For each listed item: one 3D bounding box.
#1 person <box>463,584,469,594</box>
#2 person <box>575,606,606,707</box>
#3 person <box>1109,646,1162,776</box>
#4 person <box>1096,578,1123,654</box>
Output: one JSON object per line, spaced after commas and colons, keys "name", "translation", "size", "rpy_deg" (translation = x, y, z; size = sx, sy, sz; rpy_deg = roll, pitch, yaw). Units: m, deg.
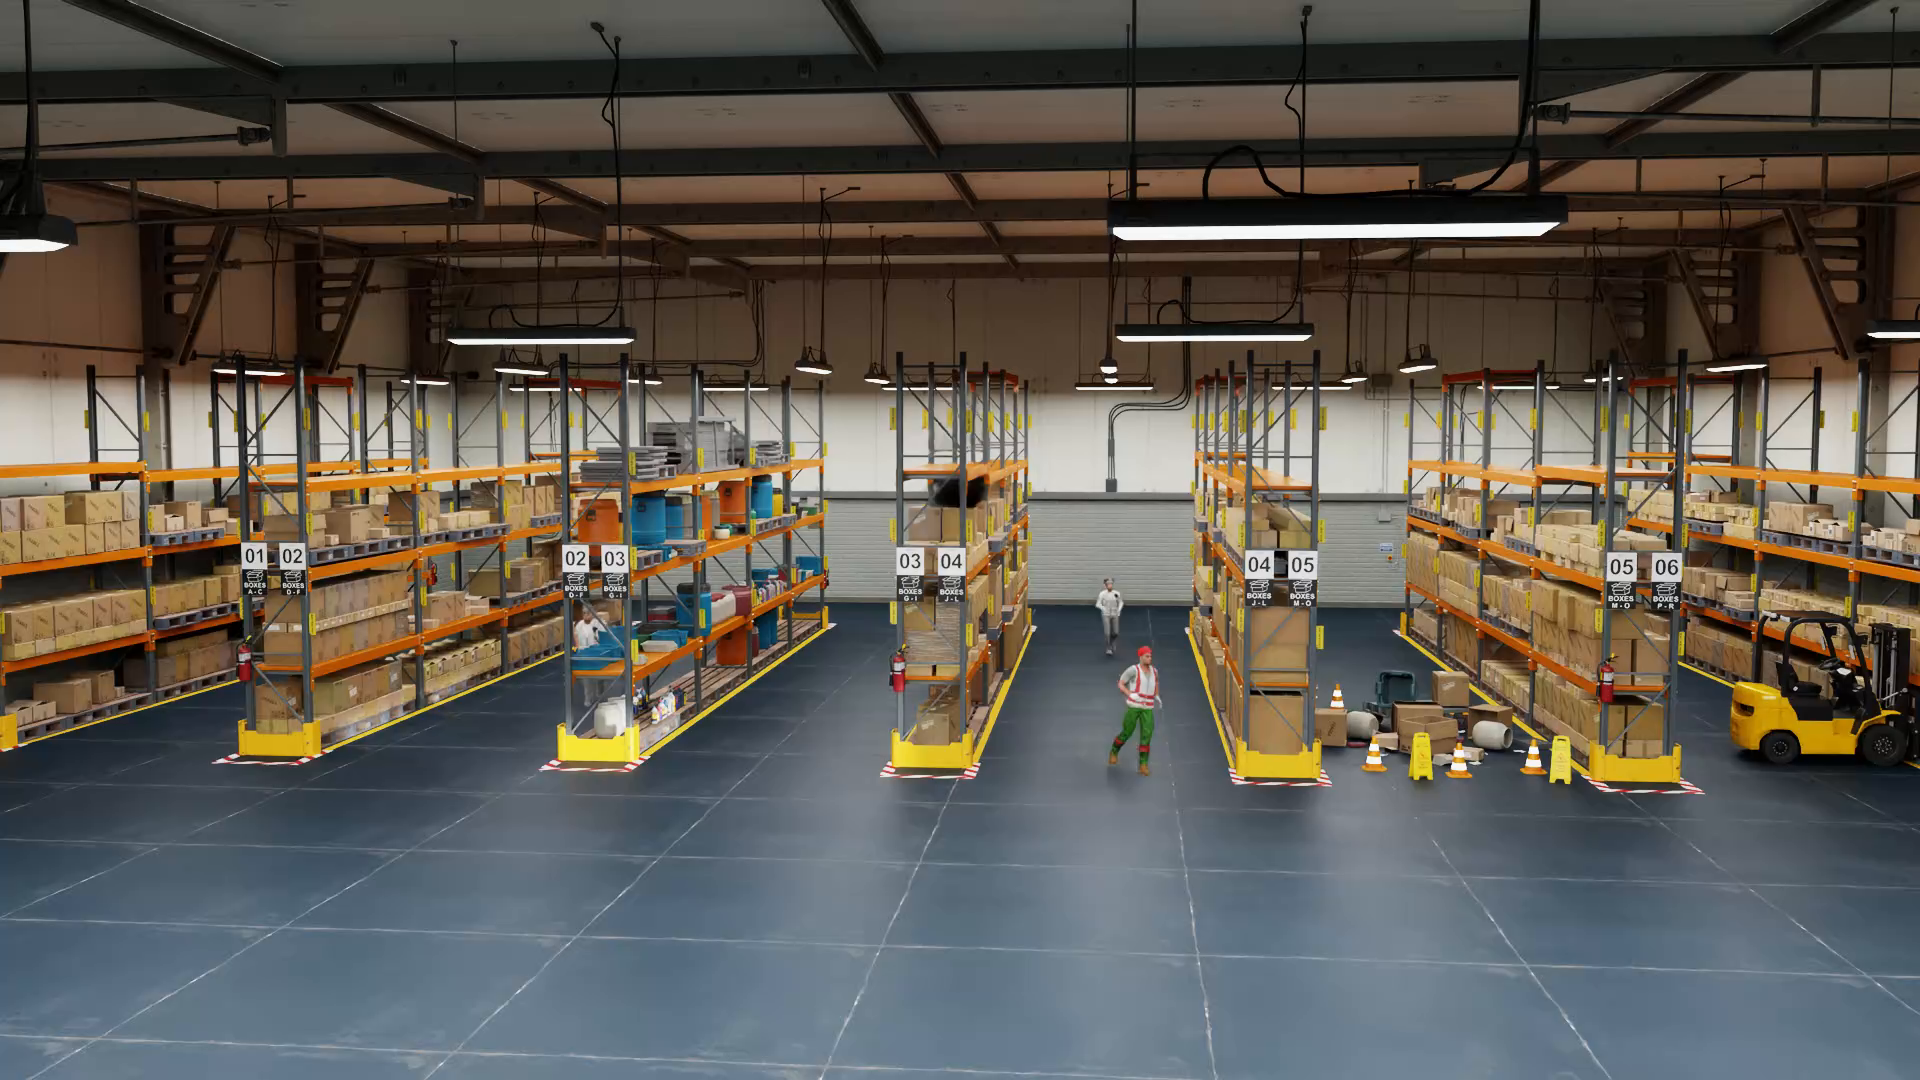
{"name": "person", "translation": [-10.926, 1.524, 37.410], "size": [0.549, 1.638, 0.558], "rpy_deg": [0, 4, -3]}
{"name": "person", "translation": [-6.520, 2.036, 29.532], "size": [0.658, 1.800, 0.786], "rpy_deg": [0, 4, 4]}
{"name": "person", "translation": [2.602, 2.410, 23.825], "size": [0.725, 1.772, 0.966], "rpy_deg": [-1, 4, -19]}
{"name": "person", "translation": [3.240, 1.632, 35.725], "size": [0.606, 1.653, 0.529], "rpy_deg": [0, 4, -4]}
